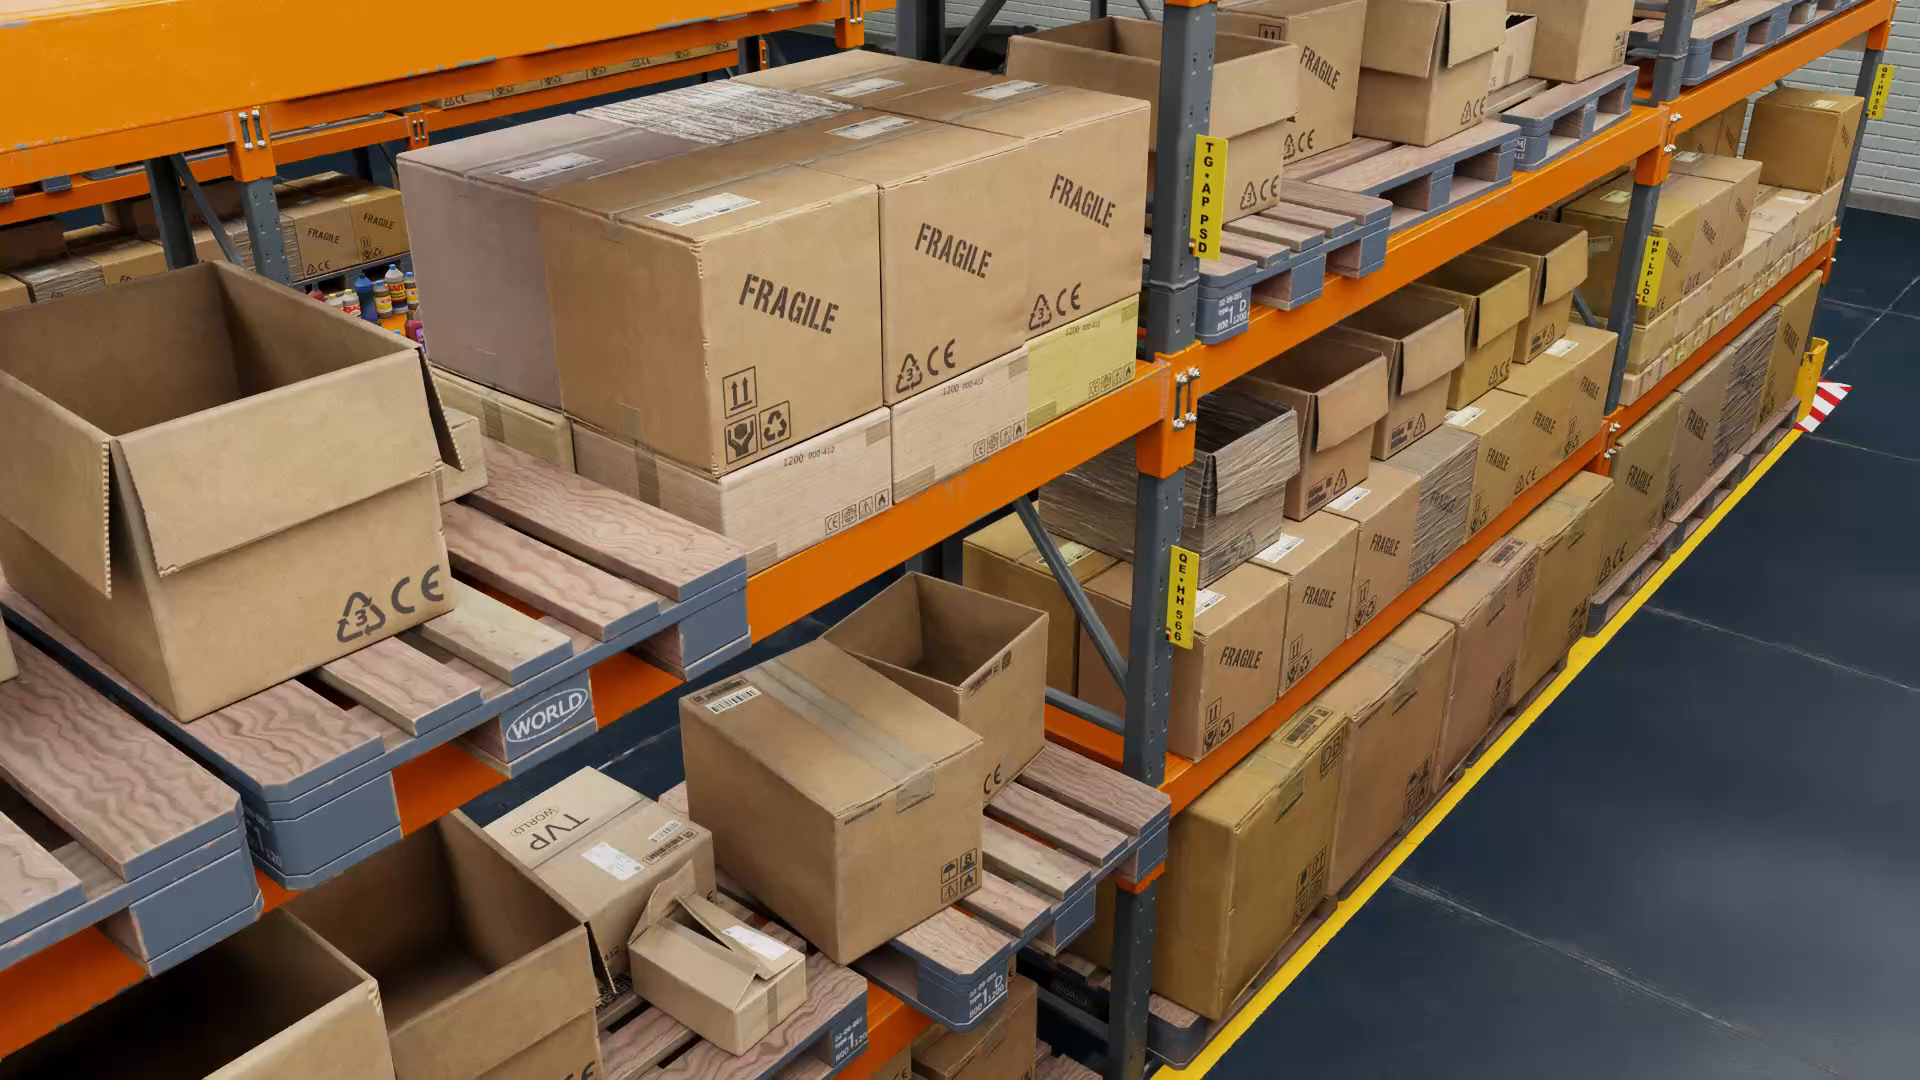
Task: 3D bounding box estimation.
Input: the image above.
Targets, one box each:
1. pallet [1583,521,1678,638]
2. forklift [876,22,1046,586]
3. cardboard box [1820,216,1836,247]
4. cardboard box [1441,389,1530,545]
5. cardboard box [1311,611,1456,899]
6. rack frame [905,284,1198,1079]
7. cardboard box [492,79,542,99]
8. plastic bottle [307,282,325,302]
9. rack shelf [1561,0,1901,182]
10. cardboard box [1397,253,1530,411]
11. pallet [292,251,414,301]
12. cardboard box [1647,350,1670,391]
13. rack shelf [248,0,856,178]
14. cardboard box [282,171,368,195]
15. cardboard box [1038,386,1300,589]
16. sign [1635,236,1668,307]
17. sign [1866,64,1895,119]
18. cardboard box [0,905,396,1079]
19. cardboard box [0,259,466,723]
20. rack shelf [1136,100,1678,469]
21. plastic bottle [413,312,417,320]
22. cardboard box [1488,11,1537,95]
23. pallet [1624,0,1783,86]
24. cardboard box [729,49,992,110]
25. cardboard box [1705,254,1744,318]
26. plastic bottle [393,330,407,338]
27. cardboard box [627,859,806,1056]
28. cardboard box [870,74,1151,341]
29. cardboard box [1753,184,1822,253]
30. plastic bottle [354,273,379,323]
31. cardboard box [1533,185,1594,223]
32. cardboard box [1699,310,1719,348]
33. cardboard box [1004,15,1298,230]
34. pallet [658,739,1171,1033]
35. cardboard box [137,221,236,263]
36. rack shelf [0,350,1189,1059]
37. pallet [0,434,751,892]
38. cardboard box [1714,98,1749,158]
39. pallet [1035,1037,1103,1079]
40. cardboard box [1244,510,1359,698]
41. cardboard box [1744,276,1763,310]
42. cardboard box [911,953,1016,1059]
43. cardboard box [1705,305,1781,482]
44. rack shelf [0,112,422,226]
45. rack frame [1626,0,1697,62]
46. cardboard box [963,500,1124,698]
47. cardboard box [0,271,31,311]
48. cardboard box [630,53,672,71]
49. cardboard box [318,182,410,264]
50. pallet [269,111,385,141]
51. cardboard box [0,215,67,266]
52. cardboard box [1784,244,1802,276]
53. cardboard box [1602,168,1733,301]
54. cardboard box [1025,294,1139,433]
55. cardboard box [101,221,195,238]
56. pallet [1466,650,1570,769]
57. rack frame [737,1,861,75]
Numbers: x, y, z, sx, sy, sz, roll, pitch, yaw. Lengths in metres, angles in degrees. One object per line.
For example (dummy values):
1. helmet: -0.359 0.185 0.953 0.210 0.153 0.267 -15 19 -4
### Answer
1. pallet: 3.325 0.071 9.384 1.003 0.211 1.213 21 34 34
2. forklift: 0.231 -1.036 8.562 1.130 2.935 3.031 -10 29 -19
3. cardboard box: 5.353 -2.005 10.635 0.380 0.149 0.250 22 34 35
4. cardboard box: 2.047 -0.359 7.071 0.500 0.500 0.500 20 34 34
5. cardboard box: 1.264 0.702 6.984 1.225 0.875 0.875 21 34 35
6. rack frame: 0.237 0.497 5.524 1.000 3.000 0.127 21 34 34
7. cardboard box: -4.003 -4.146 14.390 0.500 0.500 0.500 21 34 35
8. plastic bottle: -3.510 -1.249 9.026 0.061 0.283 0.133 21 34 34
9. rack shelf: 4.053 -2.643 9.113 1.077 0.370 4.000 21 34 34
10. cardboard box: 1.935 -0.942 7.106 0.797 0.503 0.637 21 34 35
11. pallet: -5.349 -2.280 13.927 1.003 0.211 1.213 21 34 34
12. cardboard box: 3.393 -0.910 8.518 0.380 0.149 0.250 19 33 33
13. rack shelf: -2.313 -2.672 9.169 1.077 0.370 4.000 21 34 34
14. cardboard box: -5.357 -2.802 14.144 0.500 0.500 0.500 19 33 32
15. cardboard box: 0.714 -0.247 5.763 0.797 0.503 0.637 22 35 36
16. sign: 3.206 -1.245 7.718 0.100 0.325 0.005 21 34 34
17. sign: 5.735 -2.795 10.371 0.100 0.325 0.005 21 34 34
18. cardboard box: -1.694 1.222 3.014 1.000 1.000 1.000 21 34 35
19. cardboard box: -1.334 -0.121 2.886 0.797 0.503 0.637 22 35 36
20. rack shelf: 1.509 -1.225 6.371 1.077 0.370 4.000 21 34 34
21. plastic bottle: -2.874 -1.115 8.857 0.097 0.201 0.097 0 27 0
22. cardboard box: 2.014 -2.038 6.800 0.500 0.311 0.500 19 33 33
23. pallet: 3.309 -2.501 8.152 1.003 0.211 1.213 21 34 34
24. cardboard box: -0.261 -1.010 4.521 0.500 0.500 0.500 21 34 35
25. cardboard box: 3.927 -1.437 9.102 0.500 0.250 0.500 22 34 36
26. plastic bottle: -2.904 -0.989 8.613 0.097 0.201 0.097 0 27 0
27. cardboard box: -0.616 1.040 4.163 0.396 0.266 0.258 20 33 33
28. cardboard box: 0.126 -0.859 4.229 0.500 0.500 0.500 22 34 36
29. cardboard box: 4.898 -1.976 10.144 0.500 0.250 0.500 20 33 34
30. plastic bottle: -3.299 -1.348 9.231 0.097 0.271 0.097 0 27 0
31. cardboard box: 2.867 -1.561 8.526 0.500 0.500 0.500 22 35 36
32. cardboard box: 3.888 -1.188 9.056 0.380 0.149 0.250 20 34 34
33. cardboard box: 0.569 -1.305 5.174 0.797 0.503 0.637 23 35 37
34. pallet: -0.135 0.866 5.020 1.213 0.211 1.003 21 34 34
35. cardboard box: -5.916 -2.113 12.811 0.500 0.500 0.500 19 33 33
36. rack shelf: -1.036 0.193 3.630 1.077 0.370 4.000 21 34 34
37. pallet: -1.176 0.110 3.212 1.213 0.211 1.003 21 34 34
38. cardboard box: 4.493 -2.469 10.282 0.500 0.500 0.500 20 33 33
39. pallet: -0.262 2.012 5.630 1.003 0.211 1.213 21 34 34
40. cardboard box: 1.082 0.176 6.036 0.500 0.500 0.500 20 33 33
41. cardboard box: 4.380 -1.463 9.587 0.380 0.149 0.250 22 34 35
42. cardboard box: -0.166 1.325 5.349 0.500 0.250 0.500 22 35 36
43. cardboard box: 4.401 -1.009 10.292 0.875 0.875 0.875 21 34 34
44. rack shelf: -6.133 -2.789 12.660 1.077 0.370 4.000 21 34 34
45. rack frame: 2.781 -3.586 6.887 1.000 3.000 0.127 21 34 34
46. cardboard box: 0.359 0.205 5.980 0.500 0.500 0.500 22 35 36
47. cardboard box: -6.895 -1.562 11.747 0.500 0.500 0.500 22 35 36
48. cardboard box: -3.040 -4.682 15.426 0.500 0.500 0.500 21 34 35
49. cardboard box: -4.954 -2.644 13.838 0.500 0.500 0.500 21 34 34
50. pallet: -5.453 -3.481 13.423 1.003 0.211 1.213 21 34 34
51. cardboard box: -6.959 -2.239 12.239 0.500 0.250 0.500 22 35 36
52. cardboard box: 4.868 -1.735 10.113 0.380 0.149 0.250 21 34 35
53. cardboard box: 3.602 -1.587 8.577 0.500 0.500 0.500 21 34 34
54. cardboard box: 0.123 -0.528 4.405 0.500 0.250 0.500 21 34 35
55. cardboard box: -6.333 -2.256 13.088 0.500 0.500 0.500 19 33 33
56. pallet: 2.348 0.613 8.335 1.003 0.211 1.213 21 34 34
57. rack frame: -1.041 -2.369 11.064 1.000 3.000 0.127 21 34 34
